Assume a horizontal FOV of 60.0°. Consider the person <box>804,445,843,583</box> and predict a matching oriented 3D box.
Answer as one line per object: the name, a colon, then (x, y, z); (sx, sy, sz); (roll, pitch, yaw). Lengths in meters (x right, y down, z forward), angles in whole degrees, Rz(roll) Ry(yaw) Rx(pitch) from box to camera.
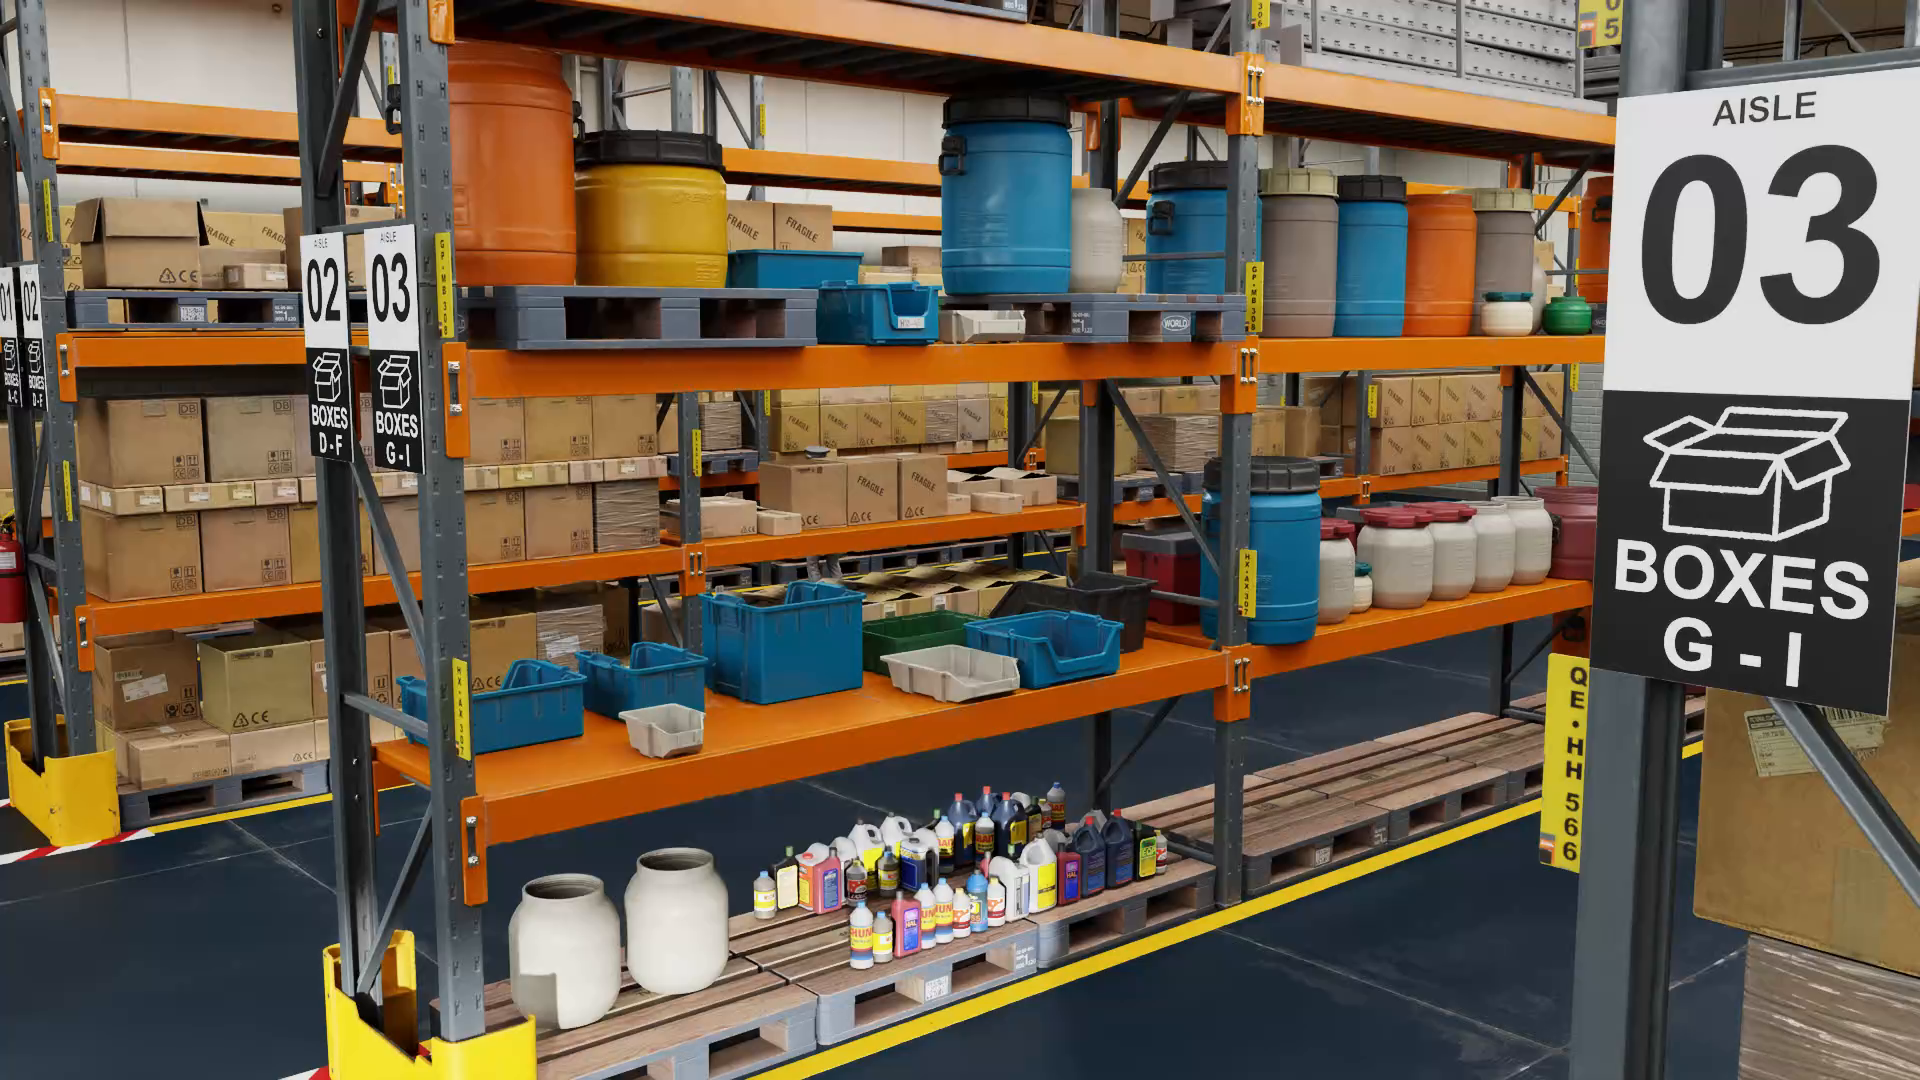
person: (-1.379, -0.105, 16.567); (0.529, 1.663, 0.402); (-6, 10, -40)
